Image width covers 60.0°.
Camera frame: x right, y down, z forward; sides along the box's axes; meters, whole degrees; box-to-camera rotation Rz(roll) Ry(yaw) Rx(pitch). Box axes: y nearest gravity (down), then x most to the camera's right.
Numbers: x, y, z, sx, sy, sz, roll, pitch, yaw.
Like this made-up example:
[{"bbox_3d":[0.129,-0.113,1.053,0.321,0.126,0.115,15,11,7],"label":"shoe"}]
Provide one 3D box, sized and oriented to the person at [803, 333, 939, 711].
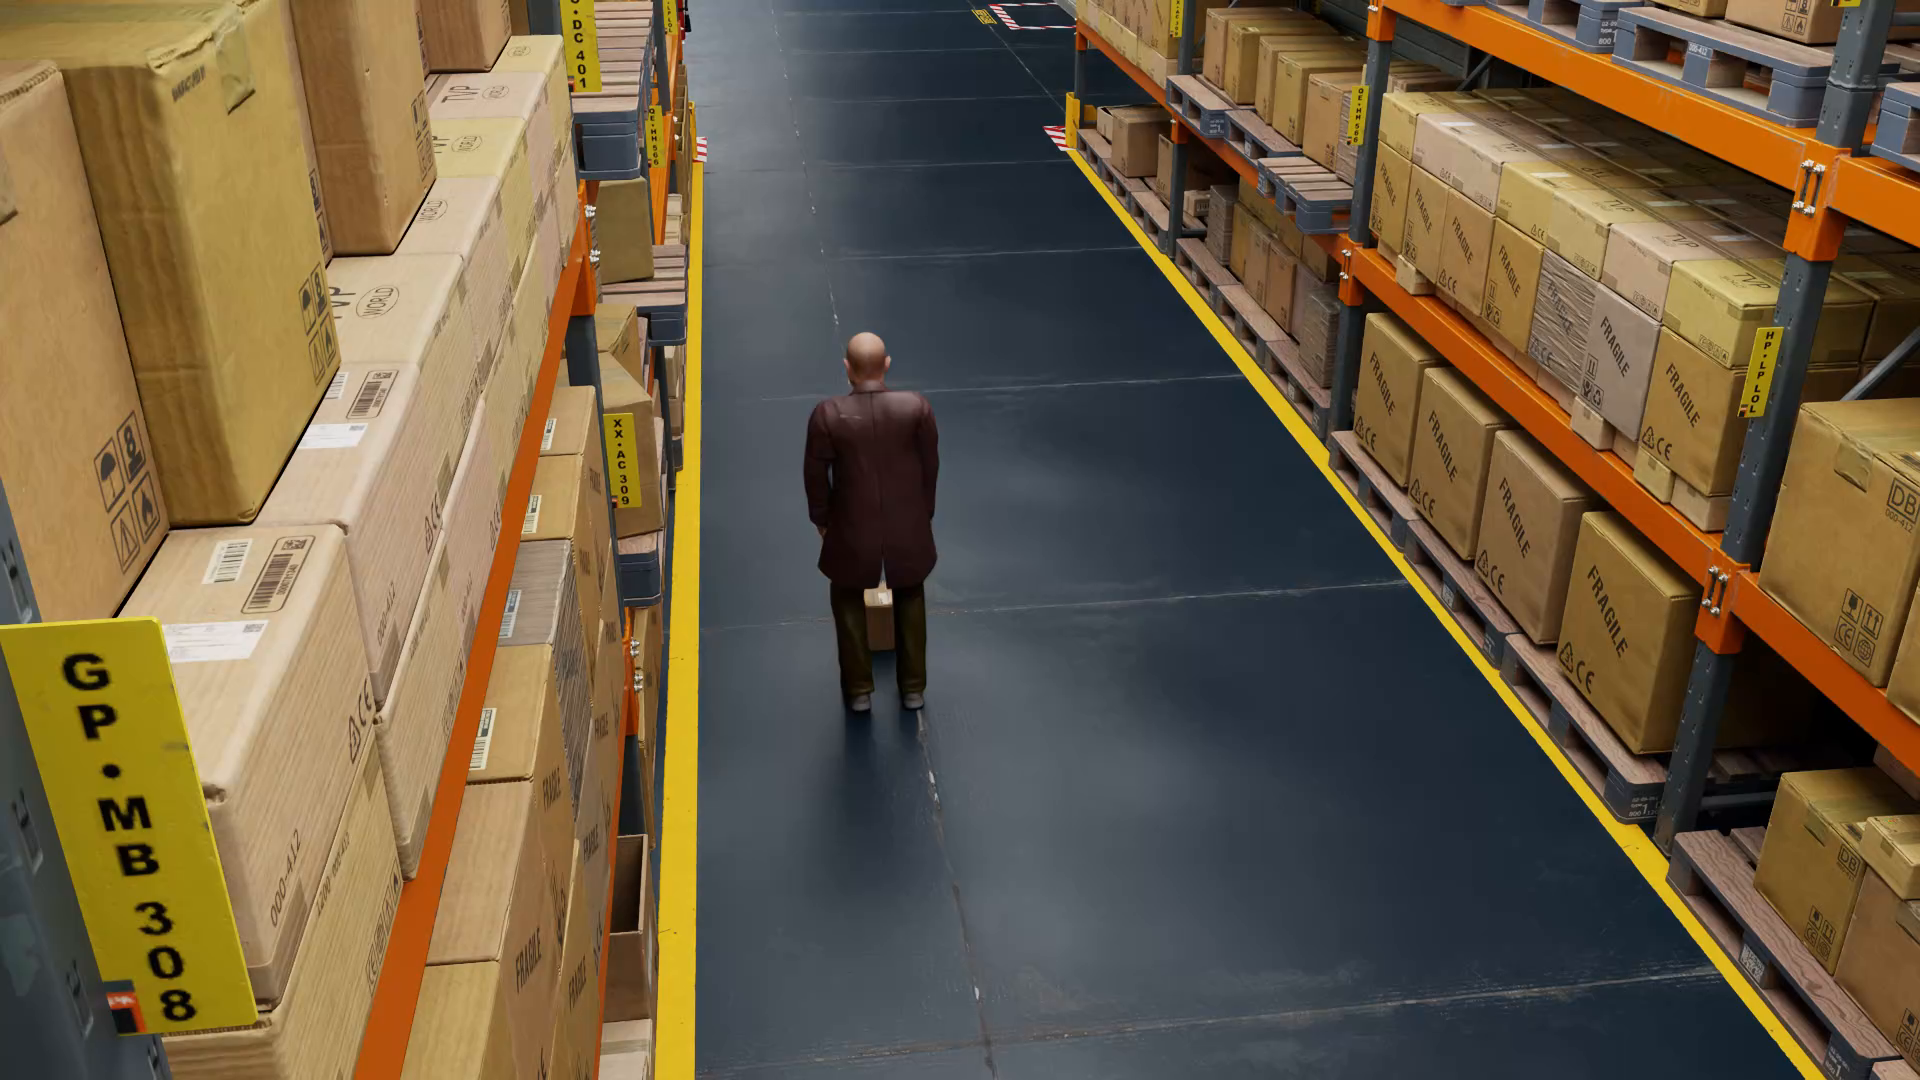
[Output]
[{"bbox_3d":[-0.384,-0.057,7.314,0.587,1.730,0.416,-3,27,-6],"label":"person"}]
